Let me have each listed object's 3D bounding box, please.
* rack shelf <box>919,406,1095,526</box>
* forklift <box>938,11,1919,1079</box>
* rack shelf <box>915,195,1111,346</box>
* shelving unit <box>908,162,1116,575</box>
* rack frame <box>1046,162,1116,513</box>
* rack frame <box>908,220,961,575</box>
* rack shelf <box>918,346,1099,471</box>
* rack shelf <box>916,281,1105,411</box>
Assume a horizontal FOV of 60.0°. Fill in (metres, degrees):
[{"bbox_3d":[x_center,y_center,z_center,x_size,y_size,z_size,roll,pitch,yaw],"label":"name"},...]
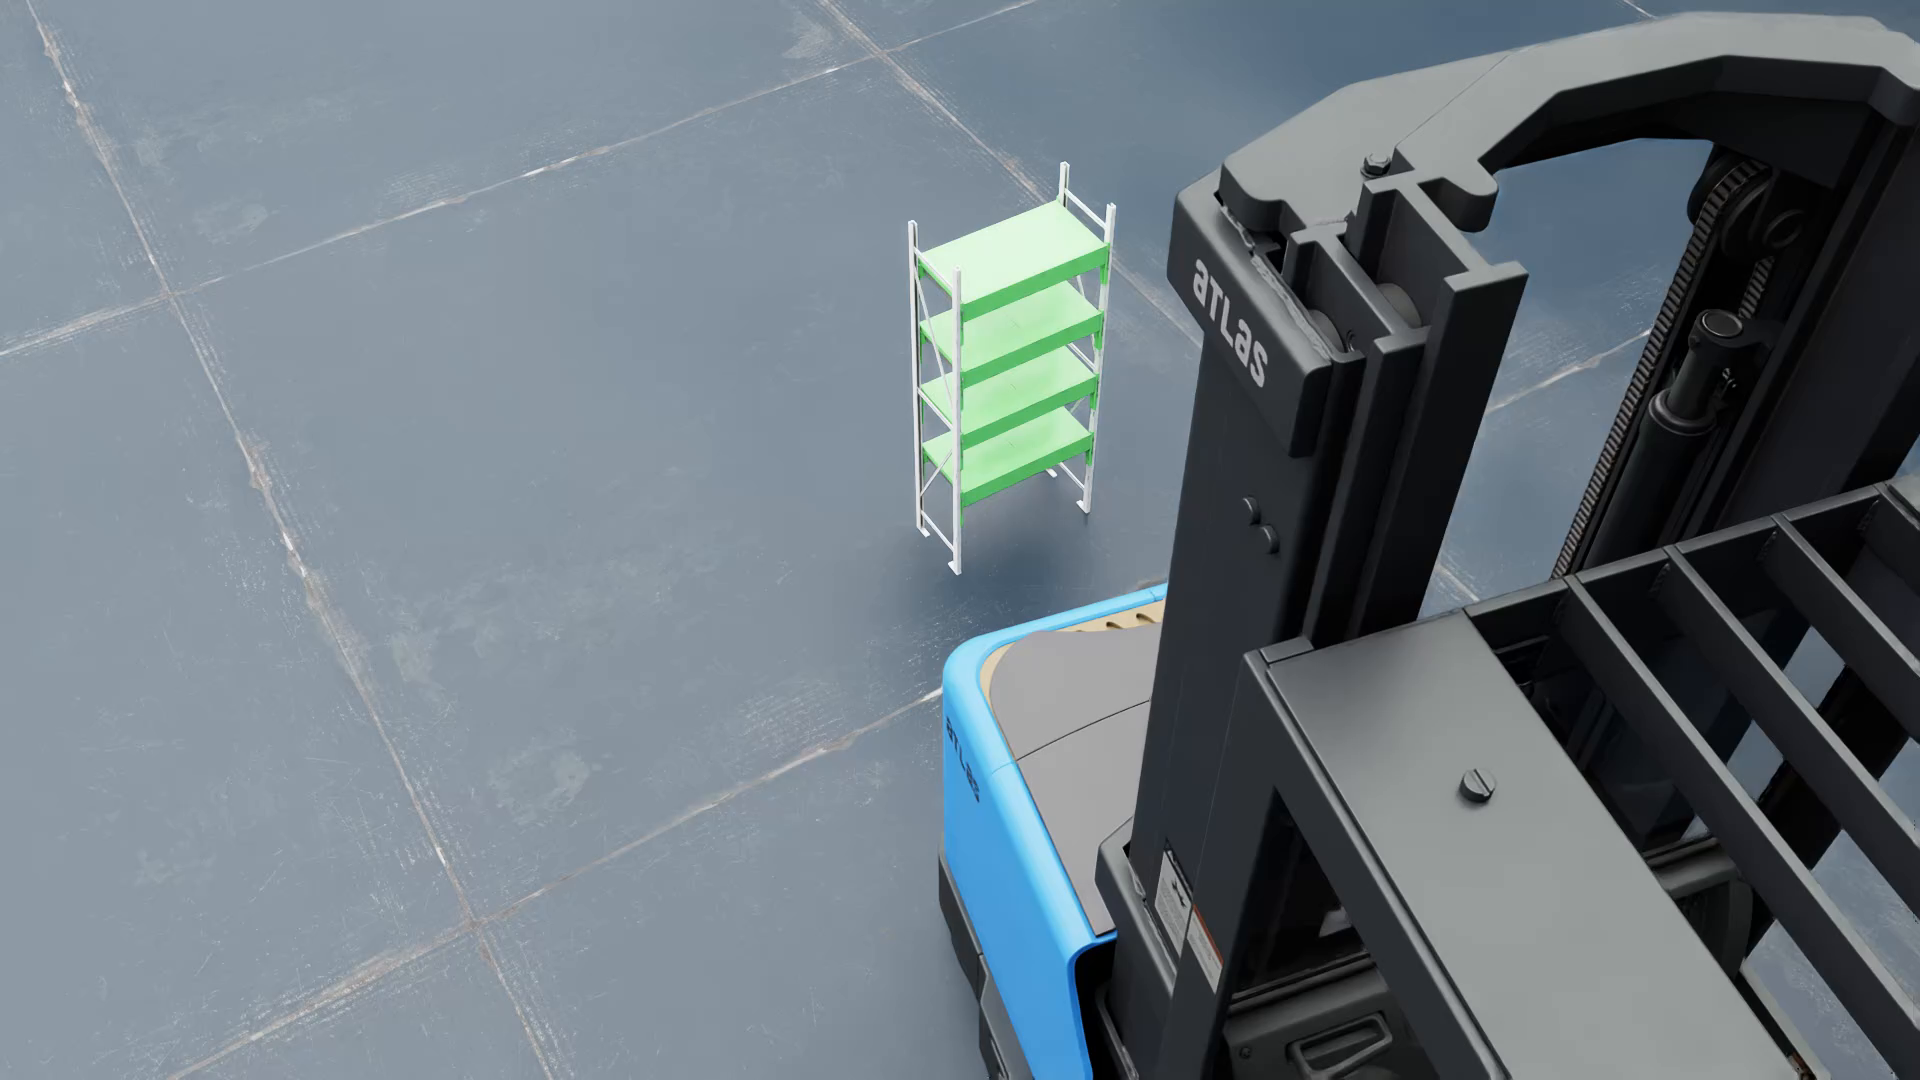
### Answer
[{"bbox_3d":[0.140,-0.263,5.088,0.480,0.148,0.258,-25,53,-21],"label":"rack shelf"},{"bbox_3d":[0.920,0.885,2.499,1.130,2.935,3.031,-15,50,-13],"label":"forklift"},{"bbox_3d":[0.140,-0.742,4.550,0.480,0.148,0.258,-25,53,-21],"label":"rack shelf"},{"bbox_3d":[0.140,-0.465,4.861,0.503,1.200,0.258,-25,53,-21],"label":"shelving unit"},{"bbox_3d":[0.346,-0.562,4.947,0.015,1.200,0.240,-25,53,-21],"label":"rack frame"},{"bbox_3d":[-0.066,-0.368,4.774,0.015,1.200,0.240,-25,53,-21],"label":"rack frame"},{"bbox_3d":[0.140,-0.422,4.908,0.480,0.148,0.258,-25,53,-21],"label":"rack shelf"},{"bbox_3d":[0.140,-0.582,4.729,0.480,0.148,0.258,-25,53,-21],"label":"rack shelf"}]
